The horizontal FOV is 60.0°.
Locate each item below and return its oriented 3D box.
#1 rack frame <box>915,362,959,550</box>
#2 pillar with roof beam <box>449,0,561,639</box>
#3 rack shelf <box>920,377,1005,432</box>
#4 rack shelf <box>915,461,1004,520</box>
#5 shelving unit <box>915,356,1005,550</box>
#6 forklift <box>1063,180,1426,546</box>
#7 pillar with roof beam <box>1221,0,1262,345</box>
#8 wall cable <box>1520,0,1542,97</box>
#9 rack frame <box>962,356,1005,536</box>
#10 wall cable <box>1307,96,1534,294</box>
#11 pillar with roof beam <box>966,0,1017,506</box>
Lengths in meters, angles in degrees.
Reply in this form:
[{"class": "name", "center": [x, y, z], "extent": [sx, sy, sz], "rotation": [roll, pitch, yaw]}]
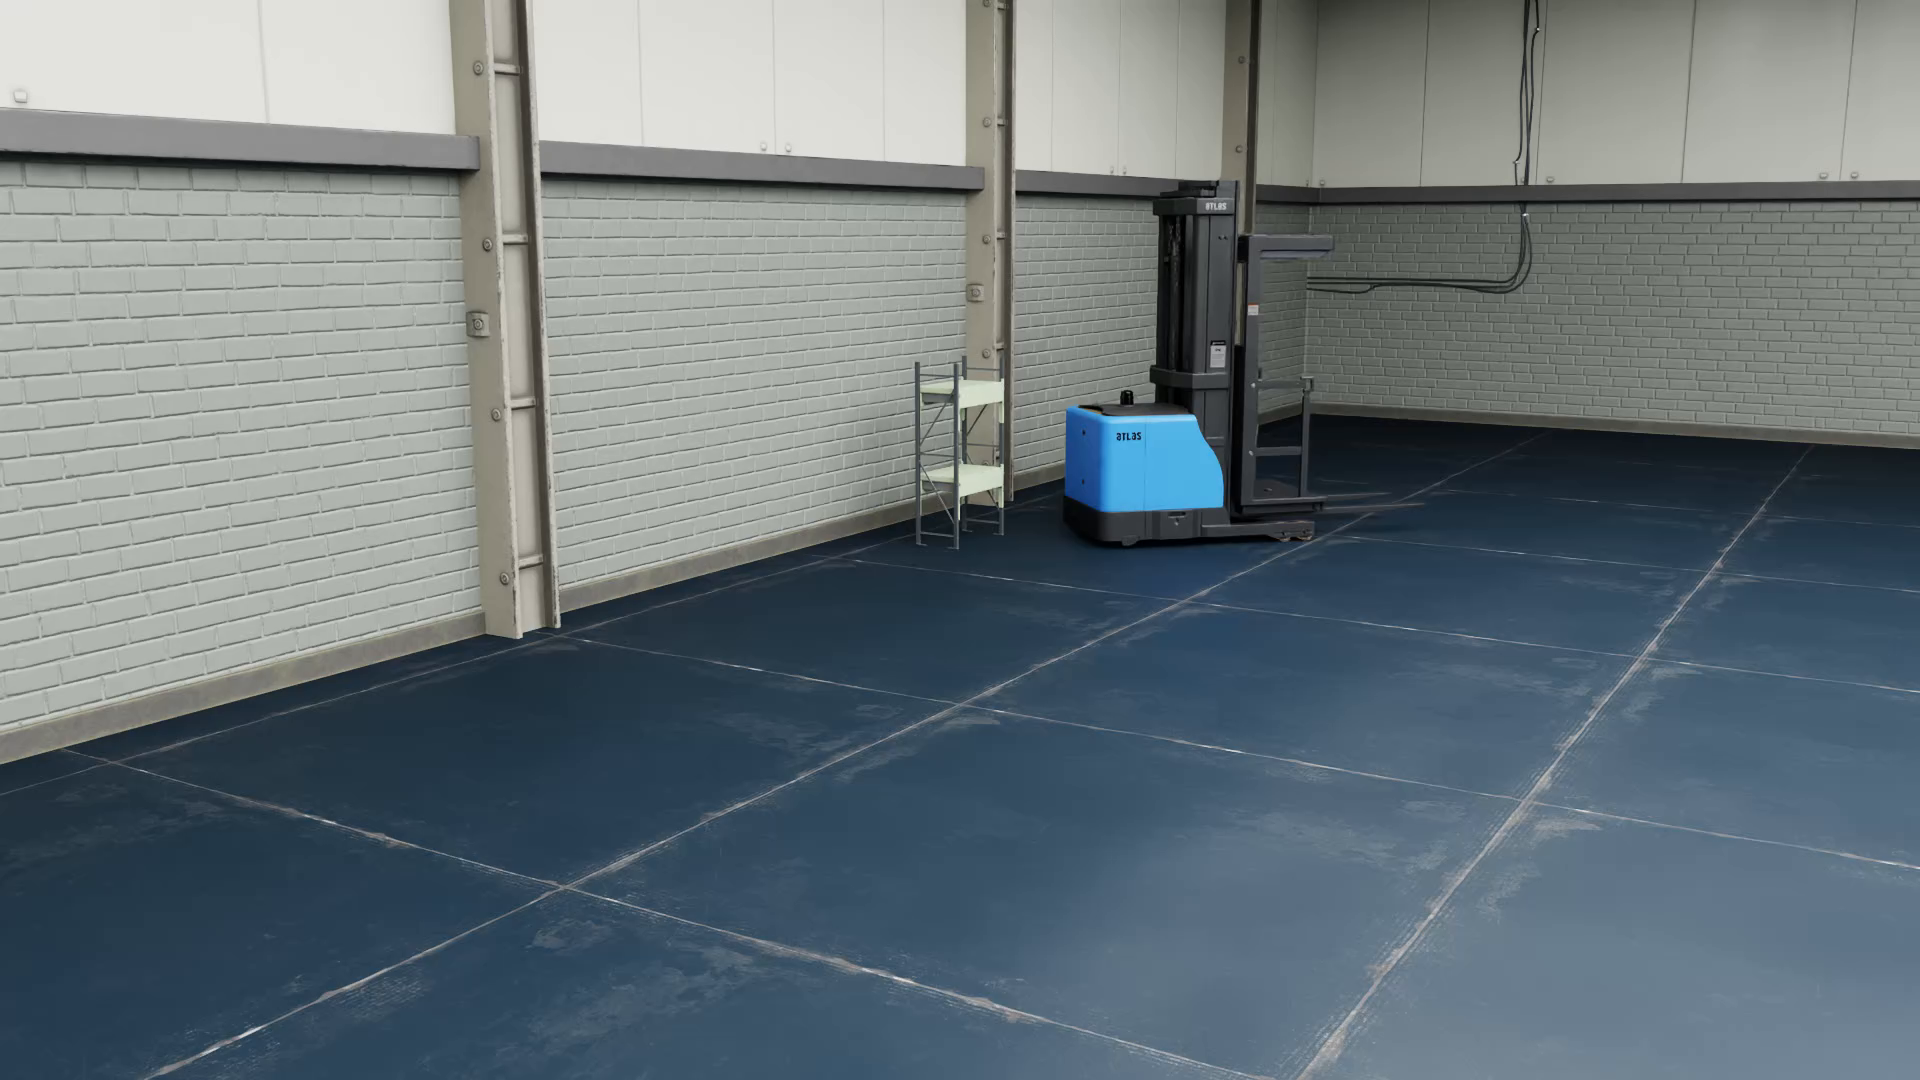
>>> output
[{"class": "rack frame", "center": [-0.187, -0.681, 13.429], "extent": [0.400, 1.500, 0.023], "rotation": [6, 12, 31]}, {"class": "pillar with roof beam", "center": [0.845, -3.431, 7.743], "extent": [9.100, 9.000, 0.400], "rotation": [6, 12, 31]}, {"class": "rack shelf", "center": [0.003, -1.122, 13.664], "extent": [0.431, 0.370, 0.720], "rotation": [6, 12, 31]}, {"class": "rack shelf", "center": [0.003, -0.418, 13.796], "extent": [0.431, 0.370, 0.720], "rotation": [6, 12, 31]}, {"class": "shelving unit", "center": [0.003, -0.738, 13.736], "extent": [0.431, 1.500, 0.755], "rotation": [6, 12, 31]}, {"class": "forklift", "center": [2.461, -1.517, 14.008], "extent": [3.031, 2.935, 1.130], "rotation": [-3, 11, -15]}, {"class": "pillar with roof beam", "center": [7.075, -5.319, 17.823], "extent": [9.100, 9.000, 0.400], "rotation": [6, 12, 31]}, {"class": "wall cable", "center": [8.367, -6.765, 20.261], "extent": [3.097, 2.526, 0.112], "rotation": [6, 12, 31]}, {"class": "rack frame", "center": [0.193, -0.796, 14.044], "extent": [0.400, 1.500, 0.023], "rotation": [6, 12, 31]}, {"class": "wall cable", "center": [6.055, -4.541, 22.106], "extent": [3.097, 2.526, 0.112], "rotation": [6, 12, 31]}, {"class": "pillar with roof beam", "center": [3.960, -4.375, 12.783], "extent": [9.100, 9.000, 0.400], "rotation": [6, 12, 31]}]
